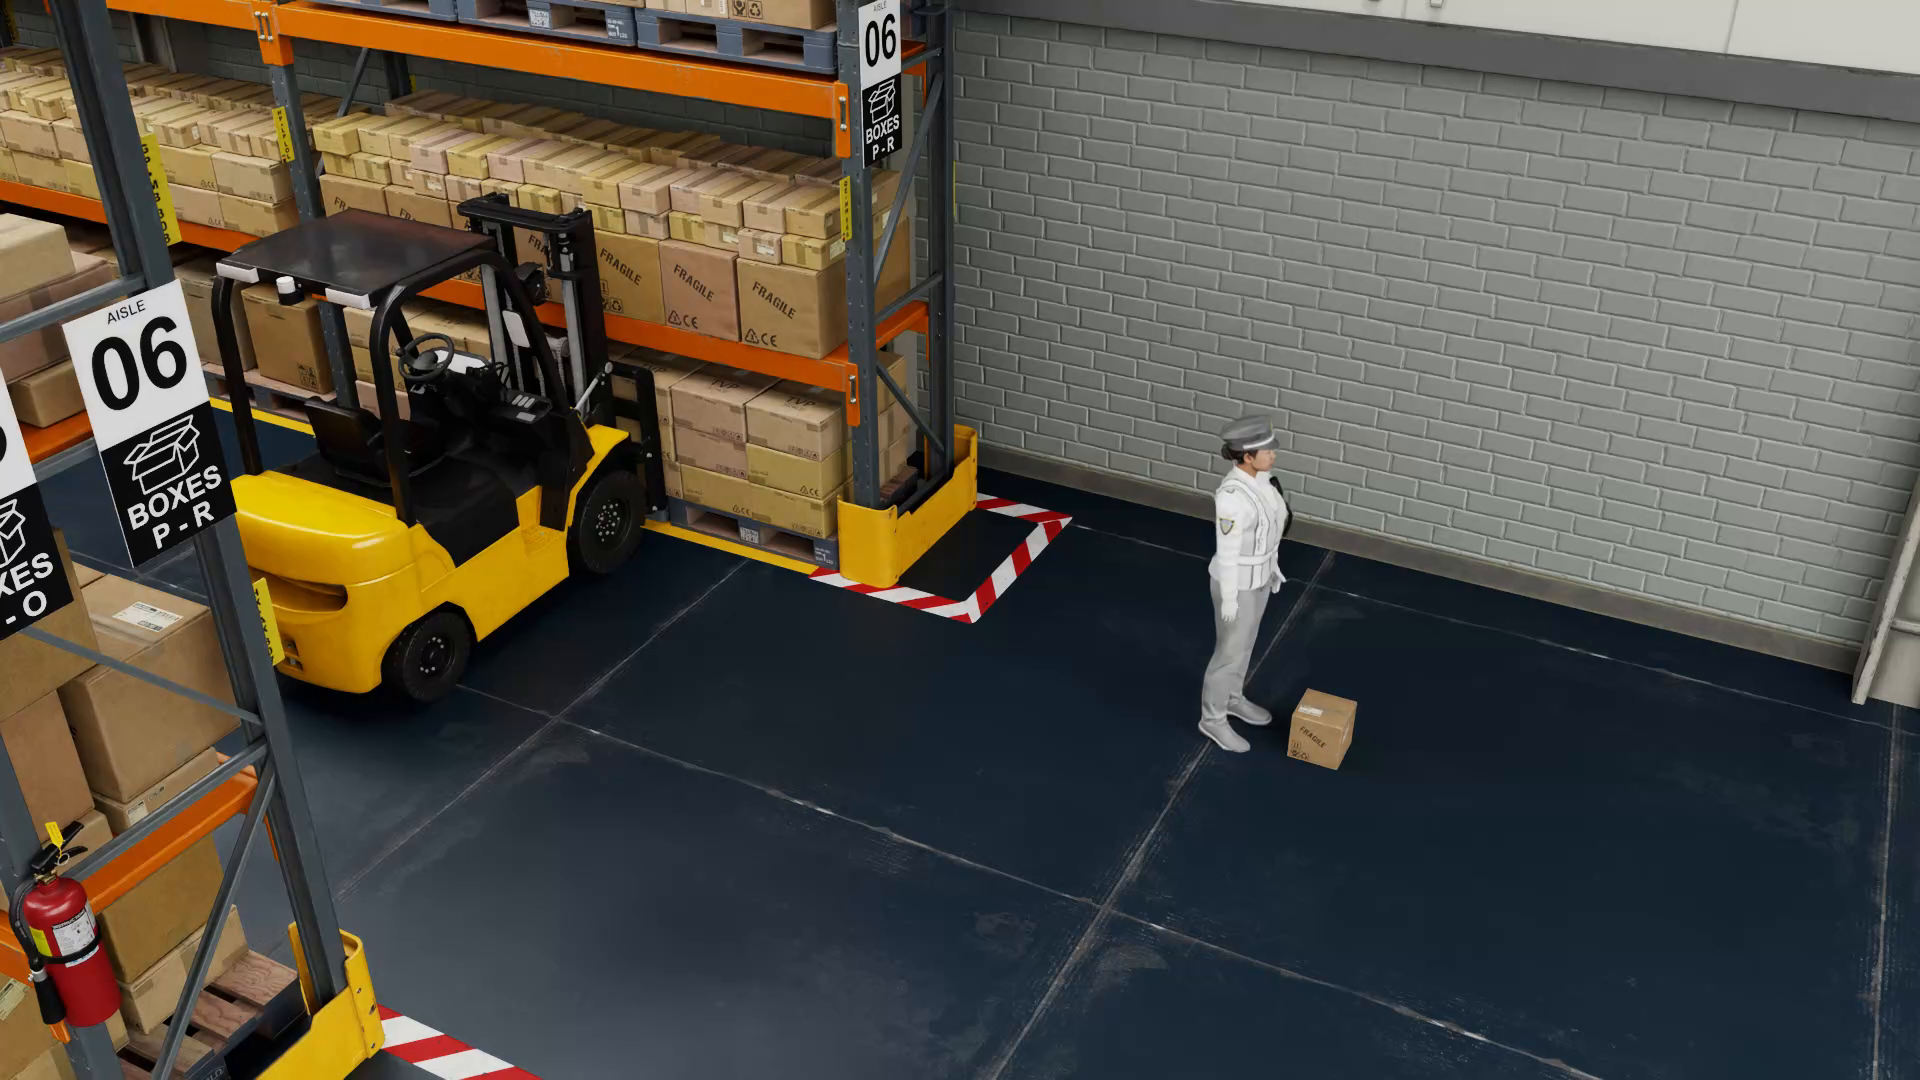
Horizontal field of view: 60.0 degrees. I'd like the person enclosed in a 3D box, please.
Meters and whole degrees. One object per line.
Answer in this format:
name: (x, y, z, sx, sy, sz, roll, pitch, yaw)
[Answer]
person: (1.362, 0.195, 7.941, 0.366, 1.724, 0.483, 15, 33, 24)
